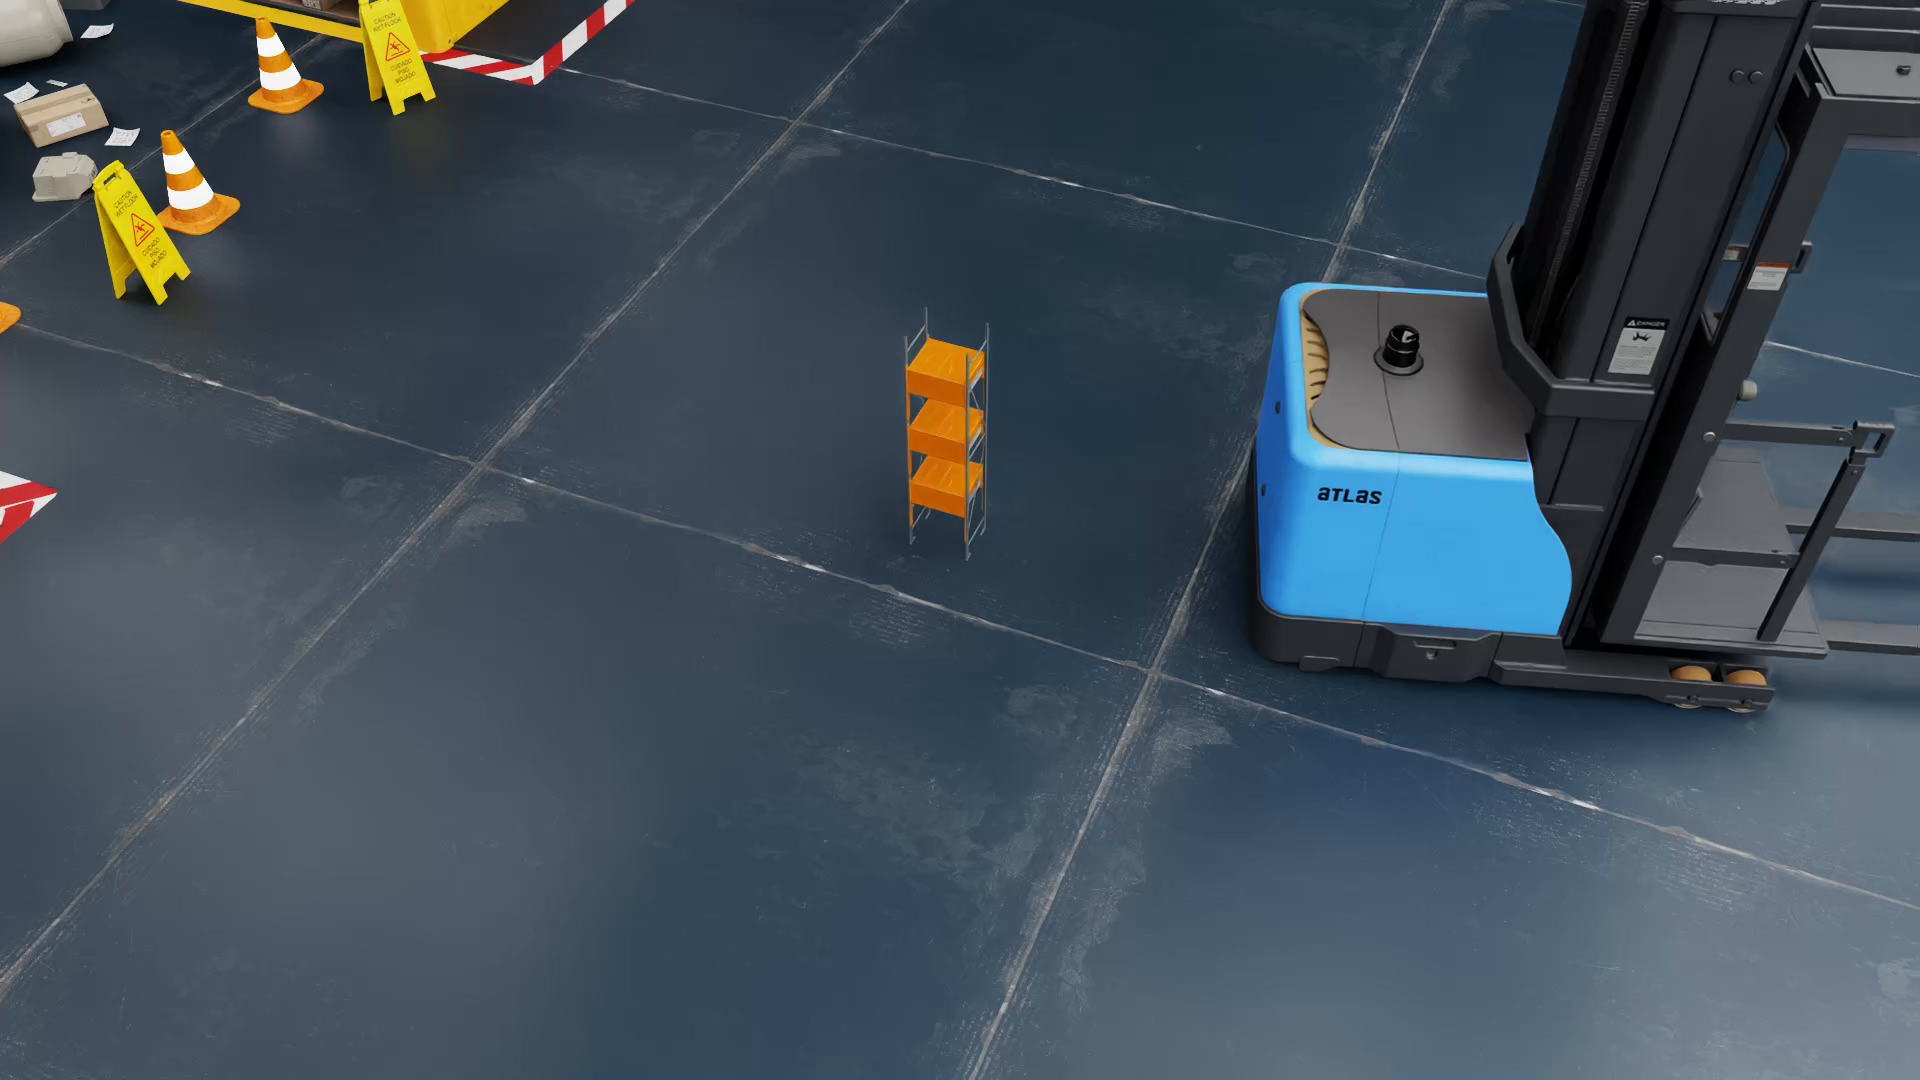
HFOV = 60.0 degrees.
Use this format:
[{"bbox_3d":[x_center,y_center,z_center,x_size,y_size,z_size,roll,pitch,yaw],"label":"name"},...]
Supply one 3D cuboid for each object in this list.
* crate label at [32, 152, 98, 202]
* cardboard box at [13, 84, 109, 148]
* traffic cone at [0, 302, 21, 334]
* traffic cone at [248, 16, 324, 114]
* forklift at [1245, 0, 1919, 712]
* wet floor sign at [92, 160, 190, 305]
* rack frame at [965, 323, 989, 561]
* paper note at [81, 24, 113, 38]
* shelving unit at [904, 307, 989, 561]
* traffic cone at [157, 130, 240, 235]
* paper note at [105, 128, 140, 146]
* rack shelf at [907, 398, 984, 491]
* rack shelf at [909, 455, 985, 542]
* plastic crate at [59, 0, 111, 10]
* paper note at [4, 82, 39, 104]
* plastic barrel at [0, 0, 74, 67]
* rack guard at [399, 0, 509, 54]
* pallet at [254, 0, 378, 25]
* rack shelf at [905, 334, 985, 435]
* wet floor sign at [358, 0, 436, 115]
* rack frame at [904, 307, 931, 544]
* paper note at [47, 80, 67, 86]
[{"bbox_3d":[-4.600,-1.872,8.535,0.298,0.136,0.250,-5,45,-5],"label":"crate label"},{"bbox_3d":[-4.830,-2.282,8.938,0.380,0.149,0.250,-28,51,-25],"label":"cardboard box"},{"bbox_3d":[-4.600,-1.171,7.599,0.334,0.463,0.336,16,47,16],"label":"traffic cone"},{"bbox_3d":[-3.737,-2.630,9.065,0.334,0.463,0.336,16,47,16],"label":"traffic cone"},{"bbox_3d":[2.643,-0.802,5.478,3.031,2.935,1.130,4,45,4],"label":"forklift"},{"bbox_3d":[-3.867,-1.449,7.748,0.232,0.644,0.267,9,46,9],"label":"wet floor sign"},{"bbox_3d":[0.063,-0.354,6.361,0.008,1.050,0.200,16,47,16],"label":"rack frame"},{"bbox_3d":[-5.044,-2.980,9.723,0.148,0.019,0.142,2,45,2],"label":"paper note"},{"bbox_3d":[-0.049,-0.387,6.394,0.252,1.050,0.215,16,47,16],"label":"shelving unit"},{"bbox_3d":[-3.851,-1.815,8.246,0.334,0.463,0.336,16,47,16],"label":"traffic cone"},{"bbox_3d":[-4.482,-2.160,8.900,0.142,0.019,0.148,2,45,2],"label":"paper note"},{"bbox_3d":[-0.049,-0.379,6.402,0.240,0.259,0.215,16,47,16],"label":"rack shelf"},{"bbox_3d":[-0.049,-0.182,6.598,0.240,0.259,0.215,16,47,16],"label":"rack shelf"},{"bbox_3d":[-5.402,-3.343,10.053,0.583,0.080,0.402,2,45,2],"label":"plastic crate"},{"bbox_3d":[-5.209,-2.485,9.234,0.142,0.019,0.148,33,54,29],"label":"paper note"},{"bbox_3d":[-5.333,-2.914,9.379,0.512,0.421,0.421,-20,48,-19],"label":"plastic barrel"},{"bbox_3d":[-2.914,-3.386,9.799,0.348,0.500,1.175,16,47,16],"label":"rack guard"},{"bbox_3d":[-3.650,-3.528,10.146,1.213,0.211,1.003,16,47,16],"label":"pallet"},{"bbox_3d":[-0.049,-0.580,6.202,0.240,0.259,0.215,16,47,16],"label":"rack shelf"},{"bbox_3d":[-3.080,-2.669,8.975,0.232,0.644,0.267,33,54,29],"label":"wet floor sign"},{"bbox_3d":[-0.162,-0.420,6.428,0.008,1.050,0.200,16,47,16],"label":"rack frame"},{"bbox_3d":[-5.059,-2.560,9.316,0.123,0.001,0.032,16,47,16],"label":"paper note"}]
